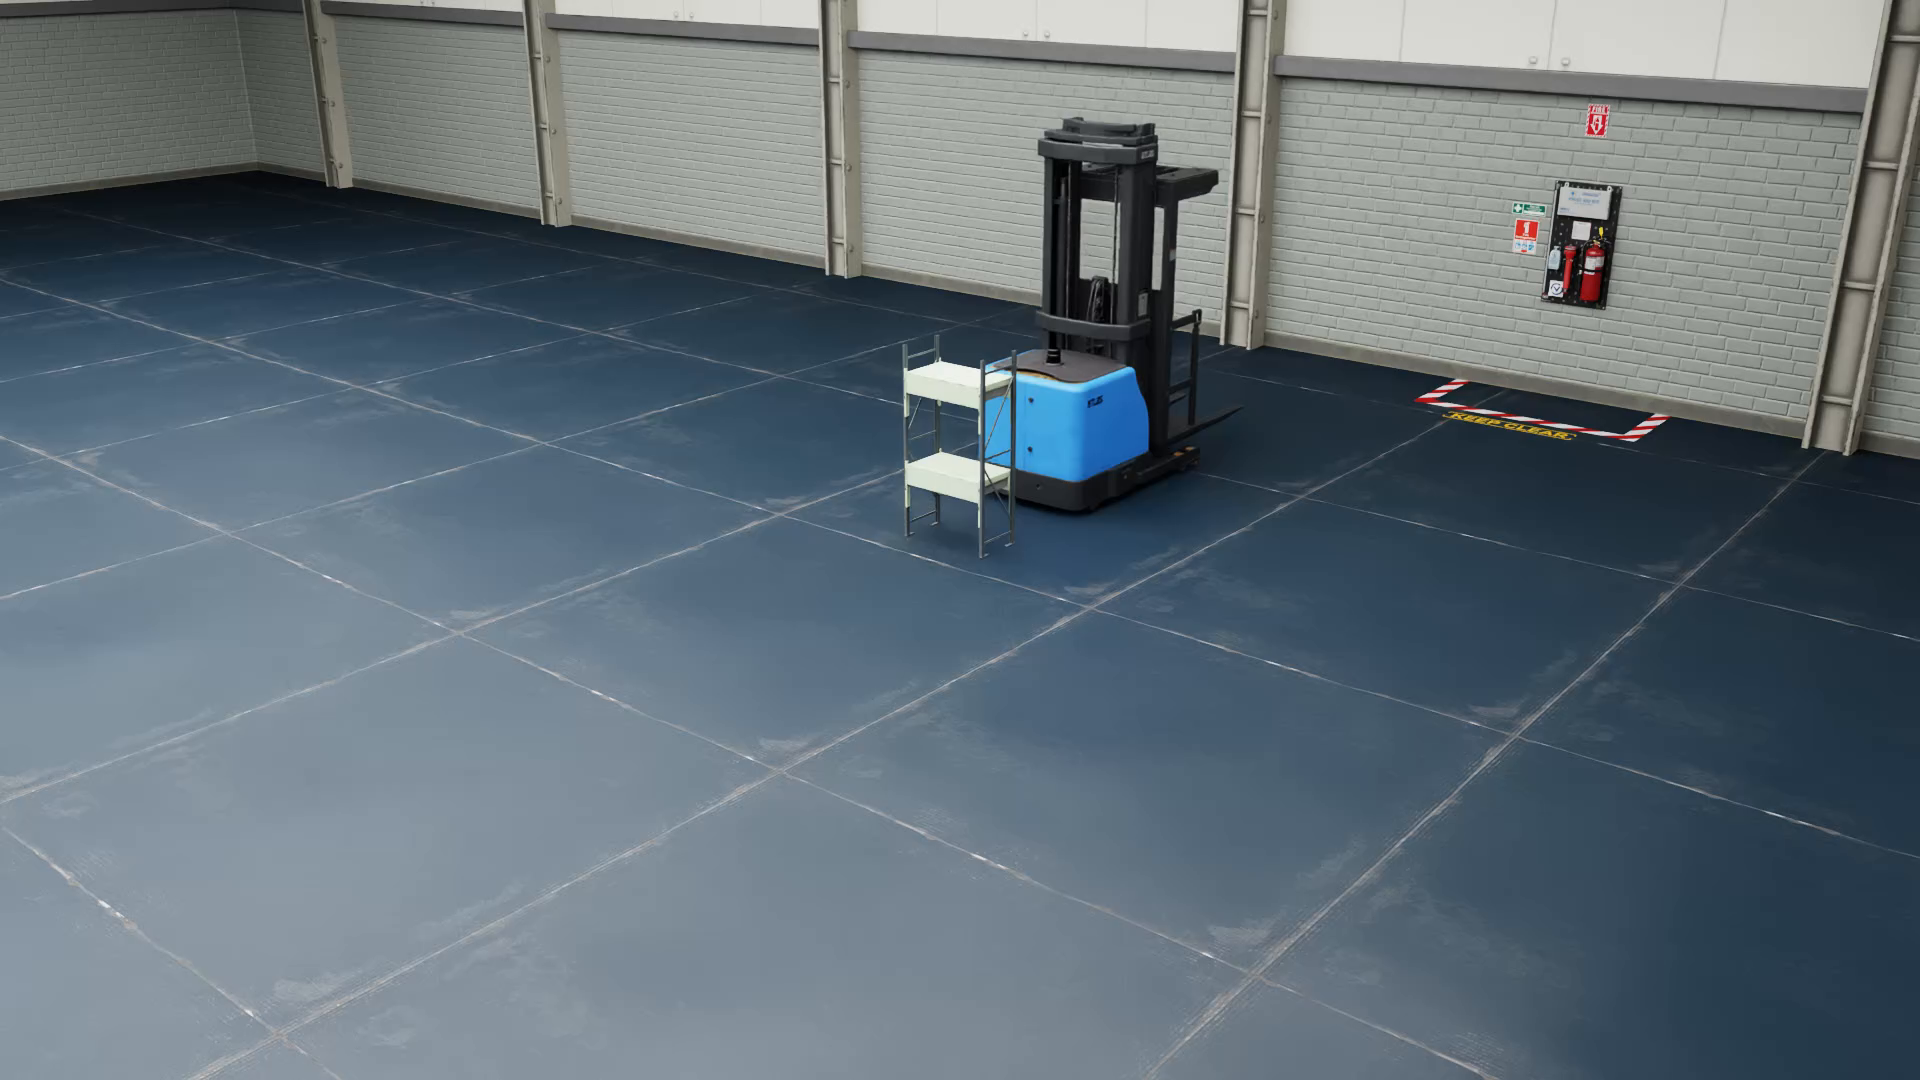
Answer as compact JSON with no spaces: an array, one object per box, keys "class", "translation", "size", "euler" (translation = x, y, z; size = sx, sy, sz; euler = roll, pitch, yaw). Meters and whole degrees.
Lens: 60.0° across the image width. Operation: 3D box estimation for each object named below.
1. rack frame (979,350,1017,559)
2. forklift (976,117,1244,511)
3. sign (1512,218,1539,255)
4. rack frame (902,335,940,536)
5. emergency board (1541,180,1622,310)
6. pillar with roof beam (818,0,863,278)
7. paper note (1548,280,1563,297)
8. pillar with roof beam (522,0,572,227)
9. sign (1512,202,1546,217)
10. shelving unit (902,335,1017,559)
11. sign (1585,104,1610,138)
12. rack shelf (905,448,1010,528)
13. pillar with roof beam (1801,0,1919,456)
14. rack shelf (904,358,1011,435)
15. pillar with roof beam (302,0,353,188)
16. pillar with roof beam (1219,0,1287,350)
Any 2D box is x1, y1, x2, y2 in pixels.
[{"class":"rack frame","translation":[0.278,-0.622,12.191],"size":[0.023,1.500,0.400],"euler":[16,26,36]},{"class":"forklift","translation":[1.430,-2.054,13.961],"size":[1.130,2.935,3.031],"euler":[15,25,35]},{"class":"sign","translation":[5.516,-2.959,16.214],"size":[0.234,0.329,0.001],"euler":[16,26,36]},{"class":"rack frame","translation":[-0.289,-0.785,12.624],"size":[0.023,1.500,0.400],"euler":[16,26,36]},{"class":"emergency board","translation":[5.879,-2.791,15.818],"size":[0.643,1.169,0.194],"euler":[16,26,36]},{"class":"pillar with roof beam","translation":[-4.249,-6.537,17.249],"size":[0.400,9.000,9.100],"euler":[16,26,36]},{"class":"paper note","translation":[5.785,-2.437,16.128],"size":[0.142,0.148,0.016],"euler":[16,26,36]},{"class":"pillar with roof beam","translation":[-8.898,-7.875,20.798],"size":[0.400,9.000,9.100],"euler":[16,26,36]},{"class":"sign","translation":[5.514,-3.204,16.111],"size":[0.331,0.109,0.001],"euler":[16,26,36]},{"class":"shelving unit","translation":[-0.005,-0.703,12.407],"size":[0.755,1.500,0.431],"euler":[16,26,36]},{"class":"sign","translation":[5.936,-3.905,15.486],"size":[0.199,0.298,0.001],"euler":[16,26,36]},{"class":"rack shelf","translation":[-0.005,-0.398,12.523],"size":[0.720,0.370,0.431],"euler":[16,26,36]},{"class":"pillar with roof beam","translation":[5.047,-3.859,10.149],"size":[0.400,9.000,9.100],"euler":[16,26,36]},{"class":"rack shelf","translation":[-0.005,-1.068,12.270],"size":[0.720,0.370,0.431],"euler":[16,26,36]},{"class":"pillar with roof beam","translation":[-13.546,-9.214,24.348],"size":[0.400,9.000,9.100],"euler":[16,26,36]},{"class":"pillar with roof beam","translation":[0.399,-5.198,13.699],"size":[0.400,9.000,9.100],"euler":[16,26,36]}]
